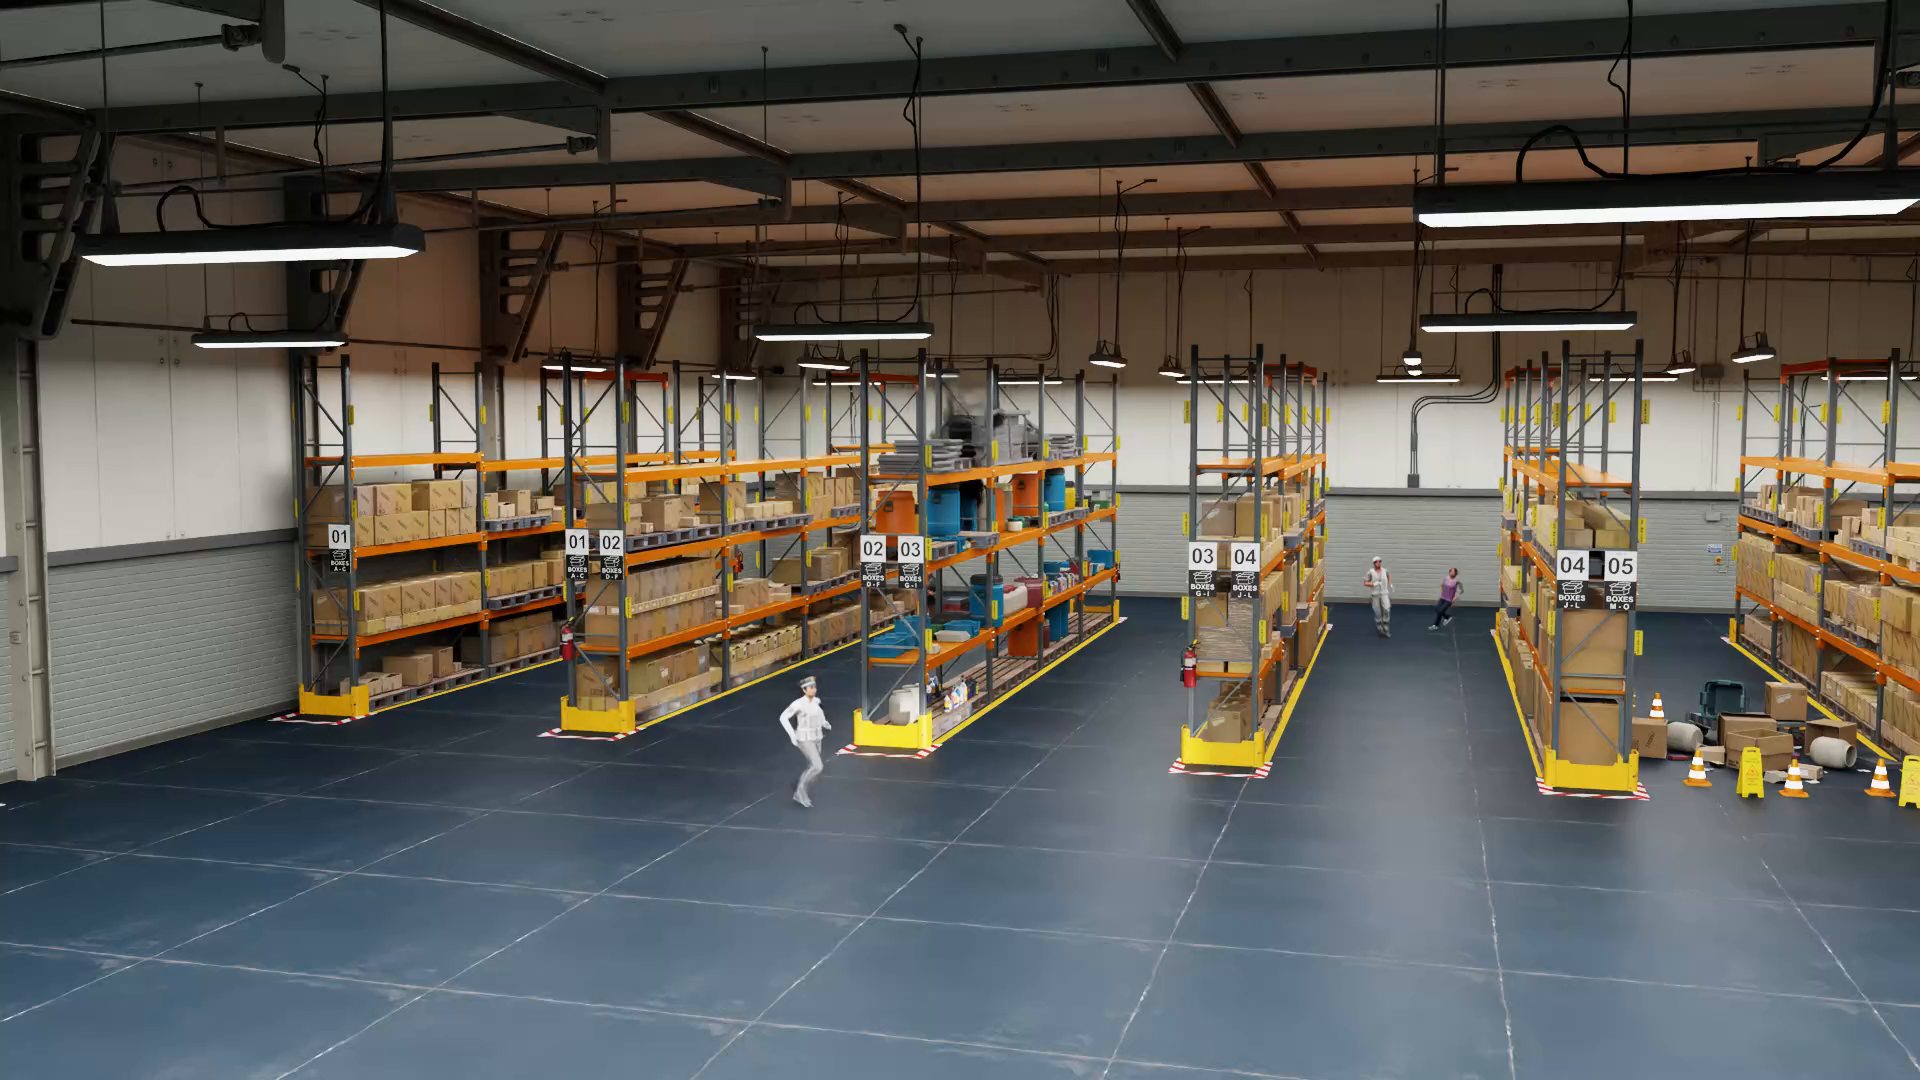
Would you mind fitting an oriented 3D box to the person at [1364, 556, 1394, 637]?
[{"bbox_3d":[9.522,1.292,37.809,0.681,1.840,0.670,1,4,9],"label":"person"}]

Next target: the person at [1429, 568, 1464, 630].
[{"bbox_3d":[11.379,1.368,38.734,0.585,1.488,0.669,-3,5,-35],"label":"person"}]

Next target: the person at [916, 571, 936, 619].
[{"bbox_3d":[-0.696,1.416,36.459,0.621,1.750,0.799,1,4,7],"label":"person"}]

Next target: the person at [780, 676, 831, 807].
[{"bbox_3d":[-1.899,2.568,21.193,0.642,1.667,0.583,3,5,37],"label":"person"}]
